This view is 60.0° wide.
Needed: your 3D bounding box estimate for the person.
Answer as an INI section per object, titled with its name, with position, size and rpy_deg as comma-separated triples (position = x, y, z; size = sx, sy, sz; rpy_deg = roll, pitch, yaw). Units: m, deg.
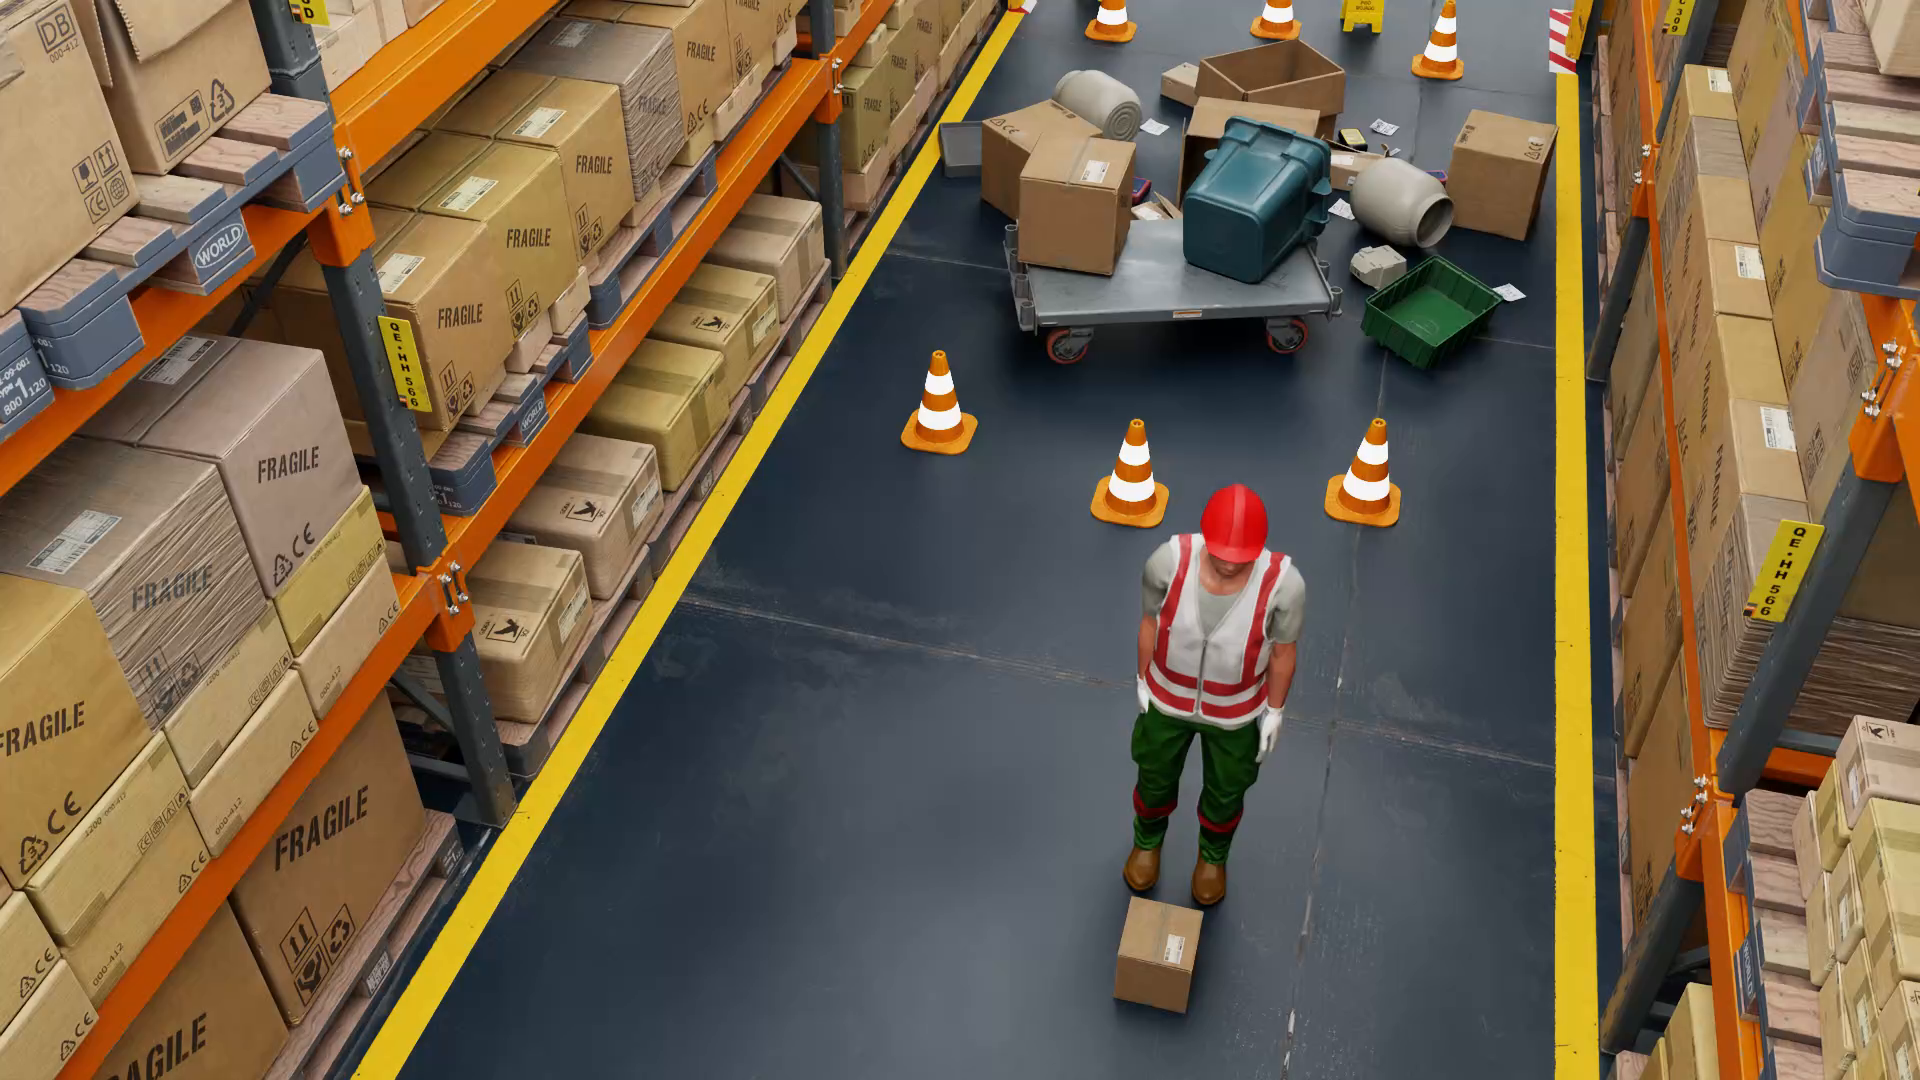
[person]
position = 0.825, 0.620, 5.608
size = 0.527, 1.537, 0.345
rpy_deg = 11, 42, 12
